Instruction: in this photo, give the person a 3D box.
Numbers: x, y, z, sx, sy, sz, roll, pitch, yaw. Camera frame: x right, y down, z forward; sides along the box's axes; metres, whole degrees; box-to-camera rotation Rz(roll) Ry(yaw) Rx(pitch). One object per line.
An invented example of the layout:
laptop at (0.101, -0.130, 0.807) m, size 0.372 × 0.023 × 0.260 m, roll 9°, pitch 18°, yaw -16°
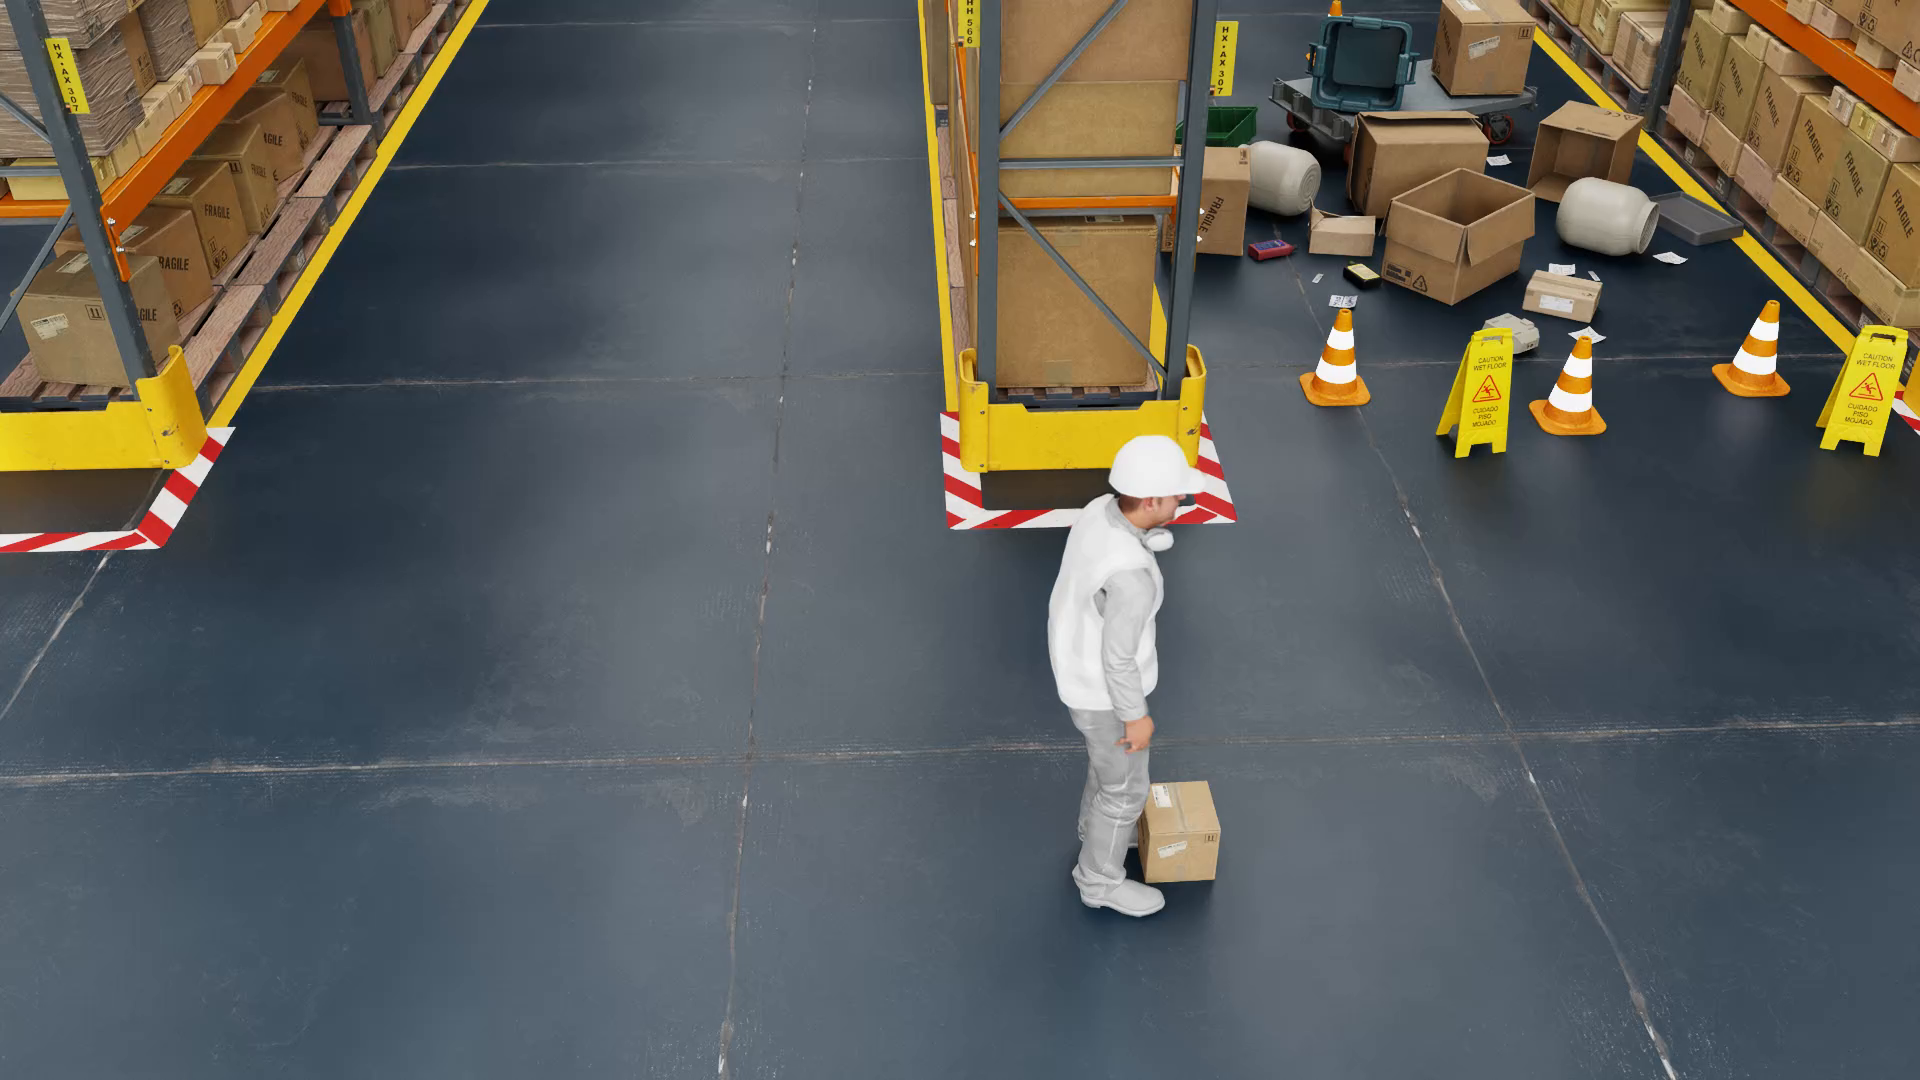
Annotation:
person at (0.522, 0.435, 5.500) m, size 0.464 × 1.771 × 0.577 m, roll -2°, pitch 35°, yaw -2°
